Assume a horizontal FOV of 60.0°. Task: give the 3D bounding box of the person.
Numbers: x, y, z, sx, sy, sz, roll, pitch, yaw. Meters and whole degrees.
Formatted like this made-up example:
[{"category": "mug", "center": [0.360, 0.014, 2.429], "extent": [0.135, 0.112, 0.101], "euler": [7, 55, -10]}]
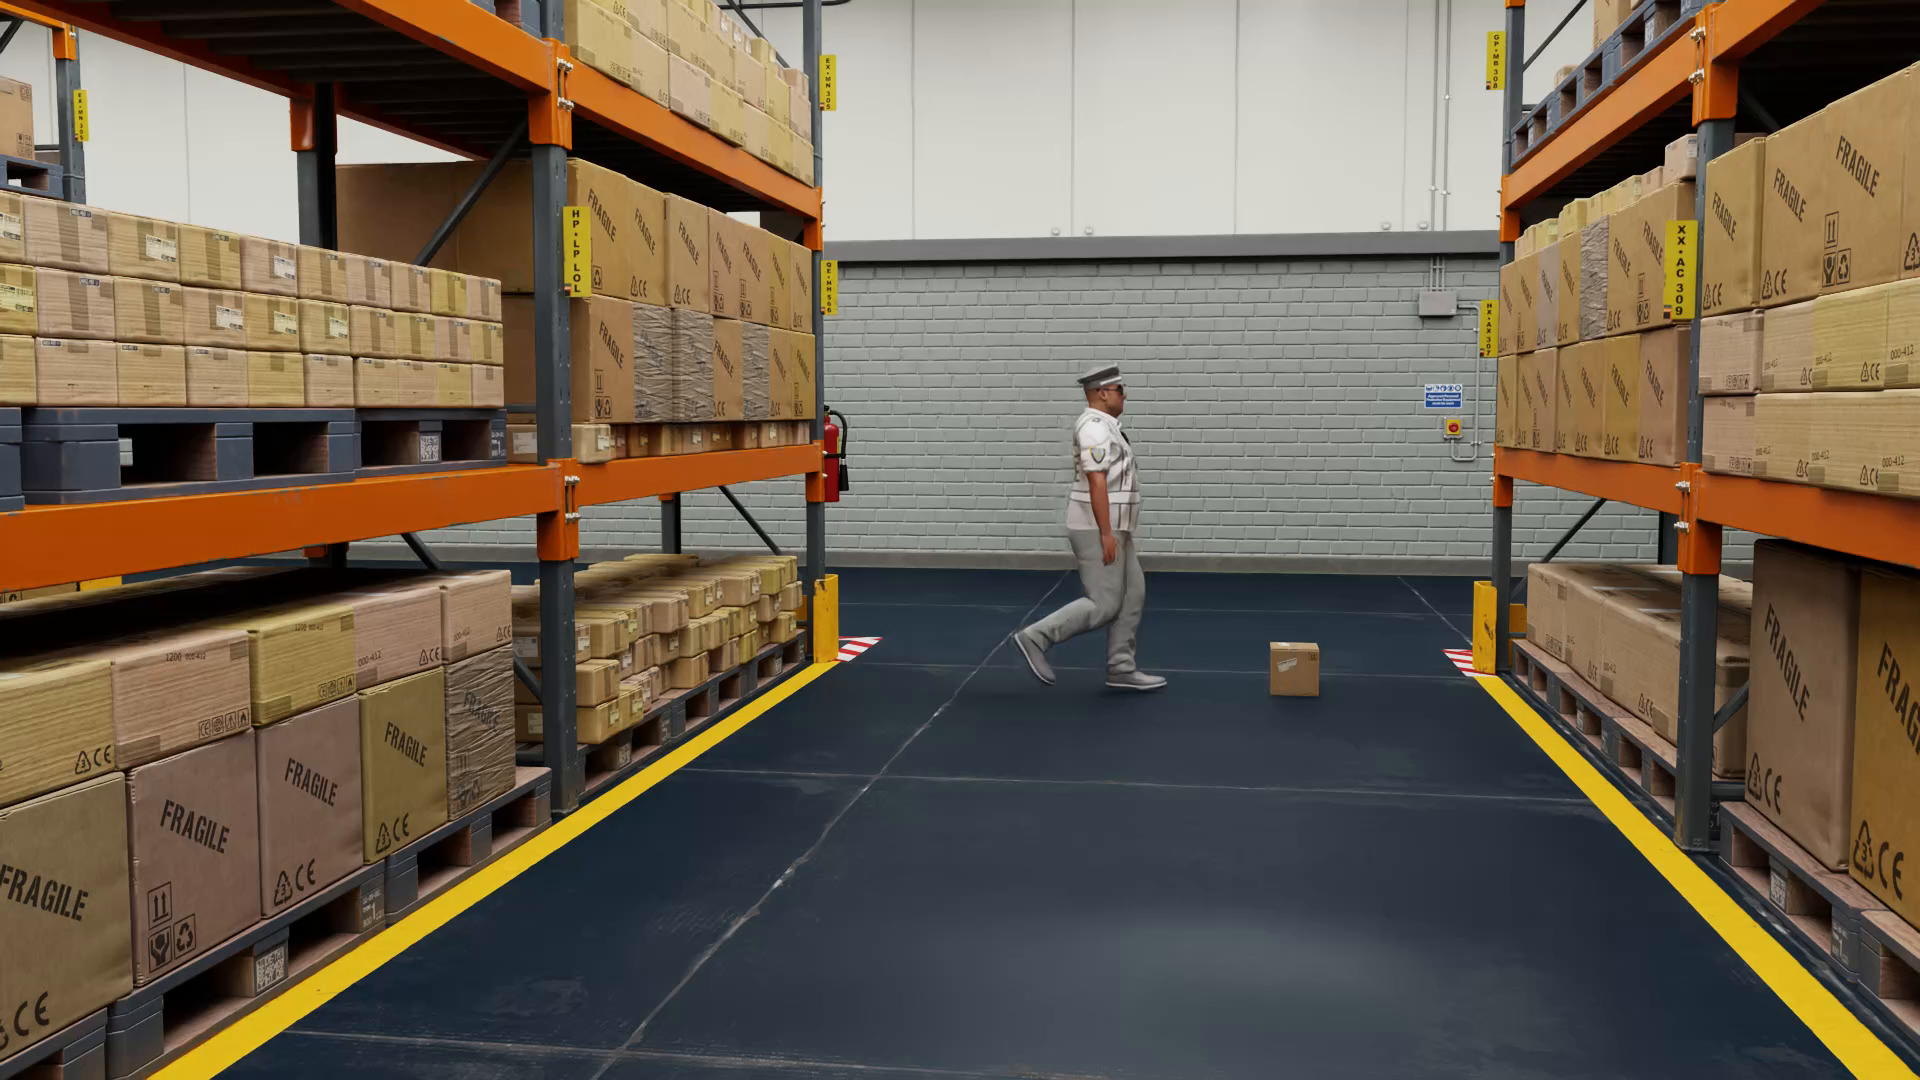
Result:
[{"category": "person", "center": [0.699, -0.072, 8.820], "extent": [0.805, 1.740, 0.538], "euler": [1, 4, 9]}]
